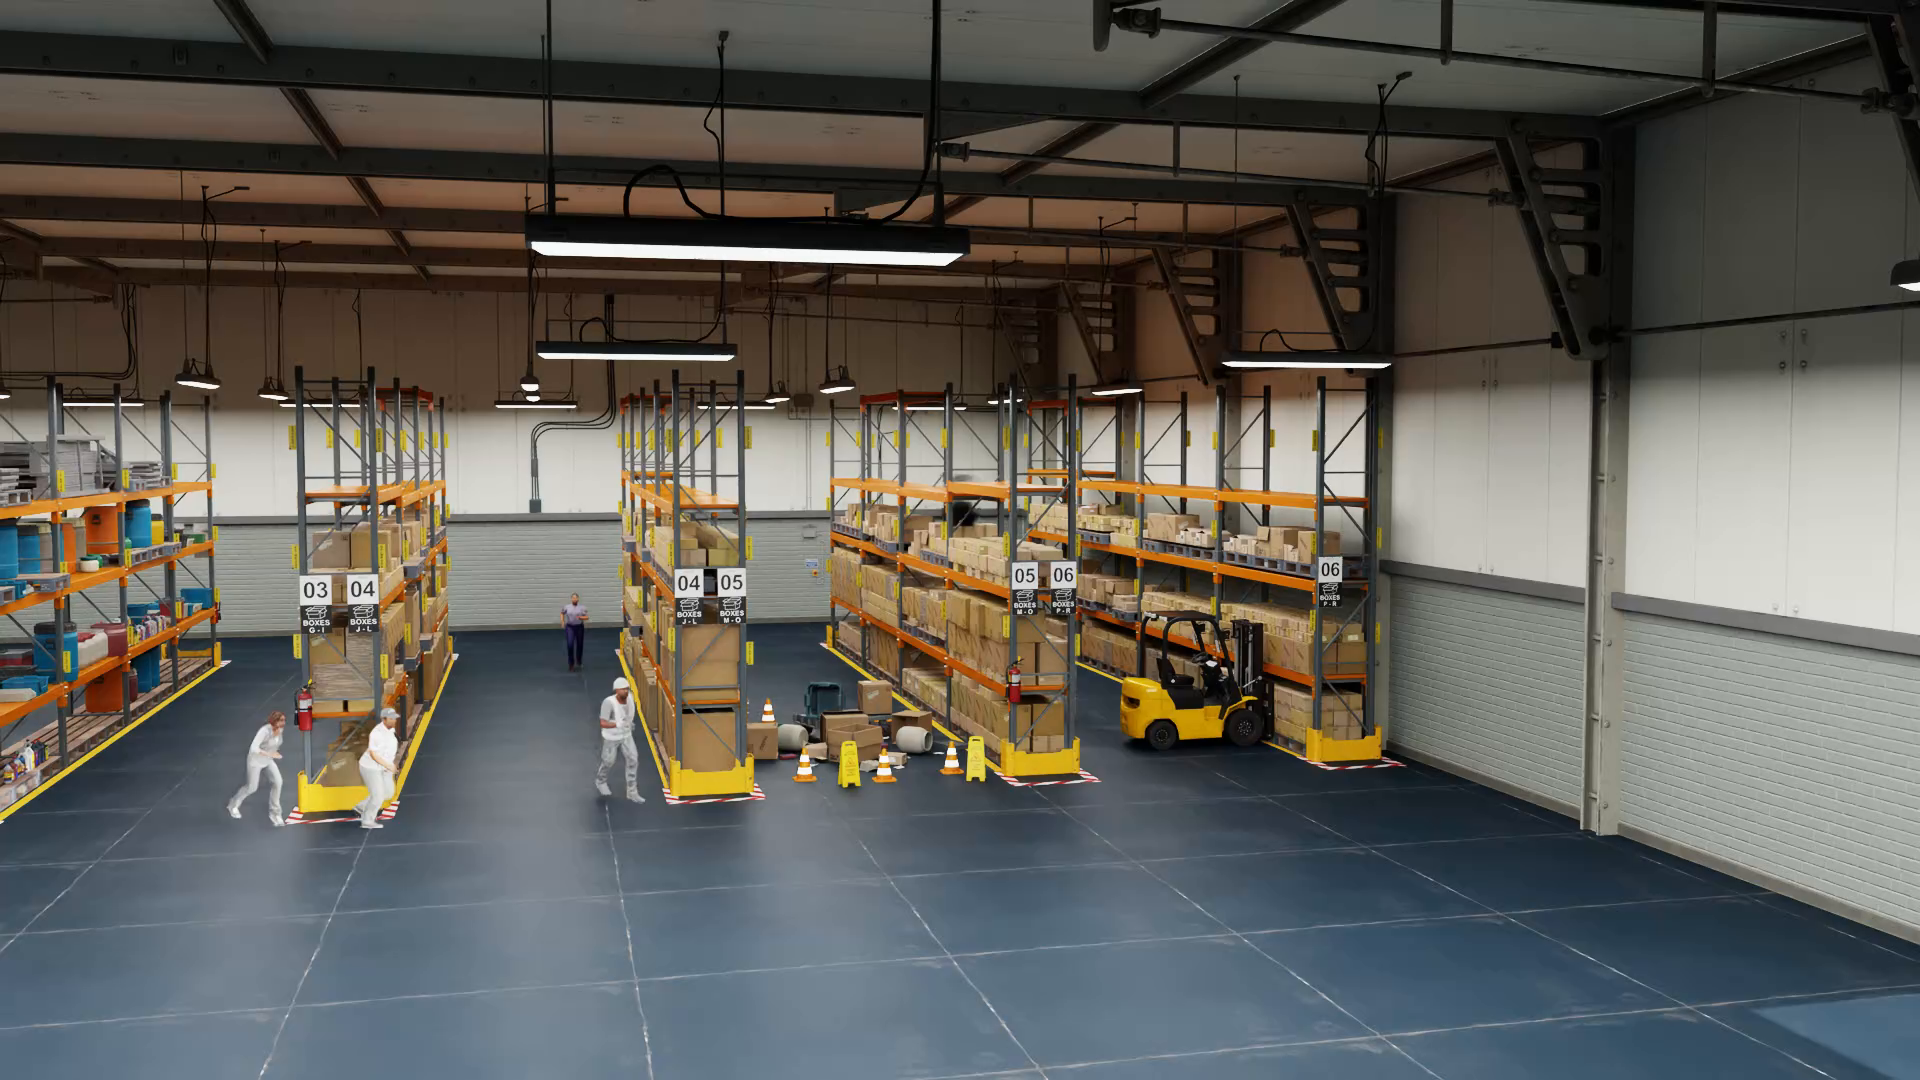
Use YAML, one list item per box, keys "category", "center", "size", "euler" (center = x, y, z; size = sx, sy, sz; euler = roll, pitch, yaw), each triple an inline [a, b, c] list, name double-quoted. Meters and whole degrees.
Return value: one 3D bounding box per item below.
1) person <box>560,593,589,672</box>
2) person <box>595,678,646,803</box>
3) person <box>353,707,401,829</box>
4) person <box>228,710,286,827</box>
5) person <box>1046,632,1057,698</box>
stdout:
- category: "person"
  center: [-8.425, 2.007, 36.384]
  size: [0.600, 1.674, 0.838]
  euler: [-1, 4, -16]
- category: "person"
  center: [-4.761, 2.765, 23.061]
  size: [0.701, 1.770, 1.005]
  euler: [-3, 5, -44]
- category: "person"
  center: [-7.522, 2.934, 21.428]
  size: [0.746, 1.580, 0.586]
  euler: [0, 3, 7]
- category: "person"
  center: [-9.173, 2.971, 21.709]
  size: [0.916, 1.544, 0.581]
  euler: [1, 4, 16]
- category: "person"
  center: [1.666, 2.388, 31.381]
  size: [0.592, 1.502, 0.767]
  euler: [-2, 4, -25]
